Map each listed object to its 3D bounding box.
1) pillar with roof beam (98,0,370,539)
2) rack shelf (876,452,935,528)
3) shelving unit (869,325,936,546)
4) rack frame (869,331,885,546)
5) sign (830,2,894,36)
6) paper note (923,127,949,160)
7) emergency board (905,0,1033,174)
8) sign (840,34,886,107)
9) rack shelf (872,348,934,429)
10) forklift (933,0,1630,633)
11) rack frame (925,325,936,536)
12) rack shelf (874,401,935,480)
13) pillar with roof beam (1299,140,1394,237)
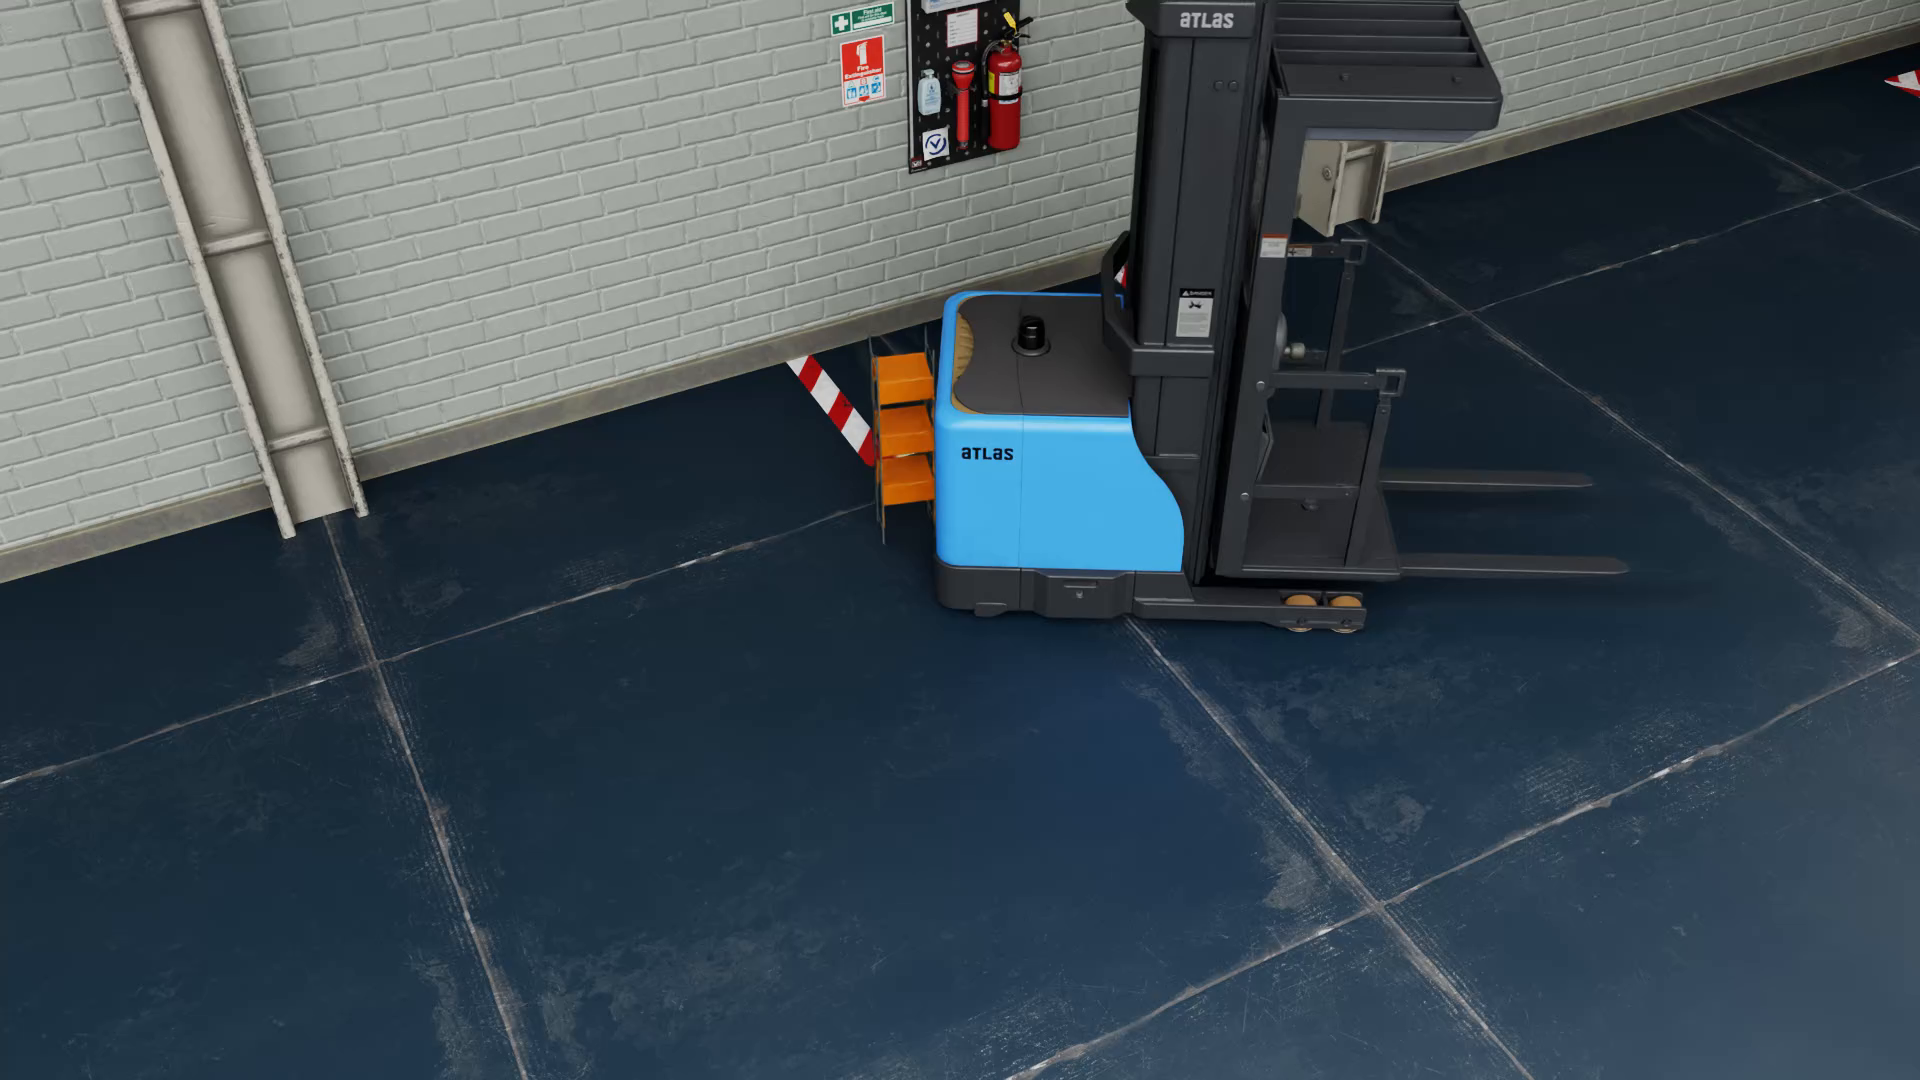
[{"bbox_3d":[-1.056,-1.120,2.097,0.400,9.000,9.100,-19,44,-21],"label":"pillar with roof beam"},{"bbox_3d":[-0.251,-0.234,7.649,0.240,0.259,0.215,-7,41,-9],"label":"rack shelf"},{"bbox_3d":[-0.251,-0.454,7.463,0.252,1.050,0.215,-7,41,-9],"label":"shelving unit"},{"bbox_3d":[-0.371,-0.439,7.445,0.008,1.050,0.200,-7,41,-9],"label":"rack frame"},{"bbox_3d":[-0.463,-2.478,7.907,0.331,0.109,0.001,-19,44,-21],"label":"sign"},{"bbox_3d":[-0.122,-2.022,8.488,0.142,0.148,0.016,-19,44,-21],"label":"paper note"},{"bbox_3d":[0.067,-2.372,8.219,0.643,1.169,0.194,-19,44,-21],"label":"emergency board"},{"bbox_3d":[-0.471,-2.279,8.082,0.234,0.329,0.001,-19,44,-21],"label":"sign"},{"bbox_3d":[-0.251,-0.662,7.286,0.240,0.259,0.215,-7,41,-9],"label":"rack shelf"},{"bbox_3d":[1.415,-1.065,6.729,3.031,2.935,1.130,1,40,2],"label":"forklift"},{"bbox_3d":[-0.131,-0.469,7.481,0.008,1.050,0.200,-7,41,-9],"label":"rack frame"},{"bbox_3d":[-0.251,-0.446,7.469,0.240,0.259,0.215,-7,41,-9],"label":"rack shelf"},{"bbox_3d":[4.265,-2.910,4.212,0.400,9.000,9.100,-19,44,-21],"label":"pillar with roof beam"}]
